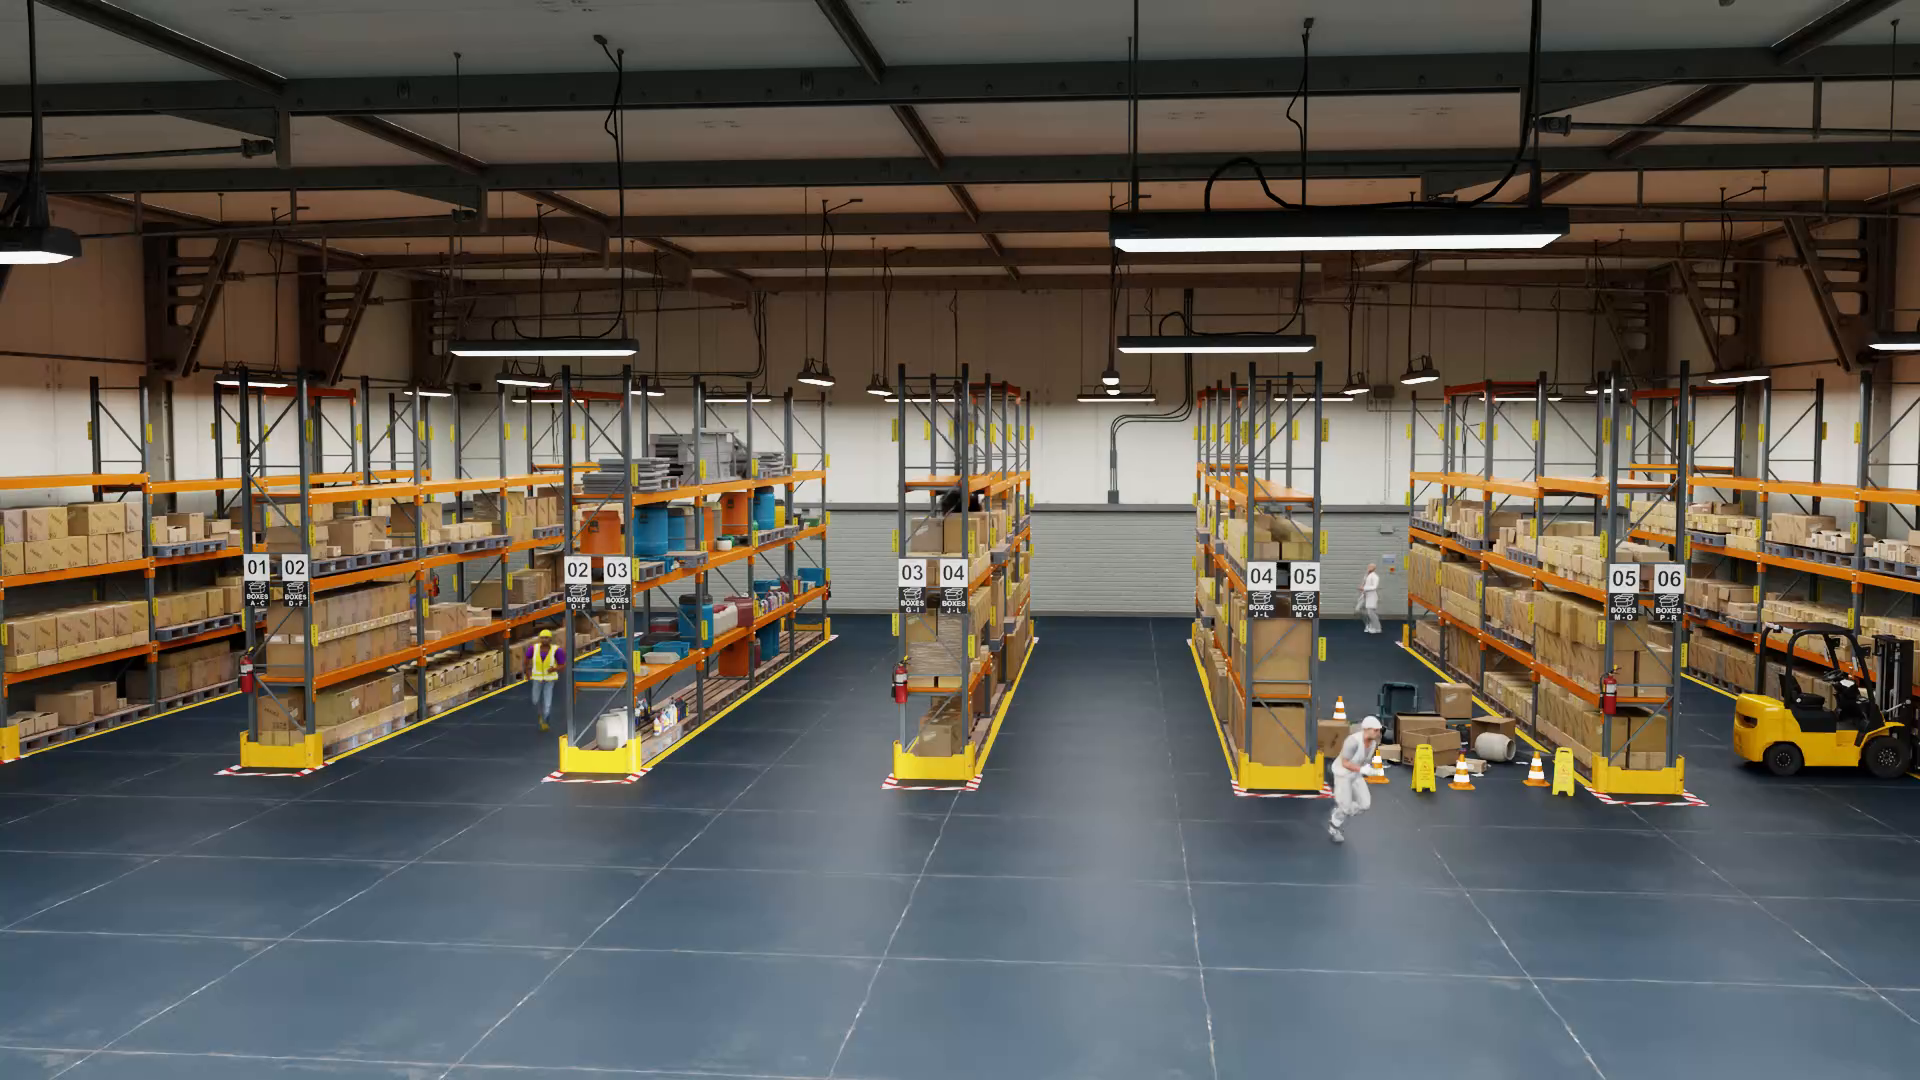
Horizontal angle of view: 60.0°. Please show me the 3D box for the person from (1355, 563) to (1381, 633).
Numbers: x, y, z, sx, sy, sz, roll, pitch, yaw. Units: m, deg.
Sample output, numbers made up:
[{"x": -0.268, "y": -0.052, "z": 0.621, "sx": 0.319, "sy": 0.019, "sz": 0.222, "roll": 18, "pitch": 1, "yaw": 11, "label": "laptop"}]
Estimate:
[{"x": 10.213, "y": 1.449, "z": 41.592, "sx": 0.722, "sy": 1.756, "sz": 0.682, "roll": -1, "pitch": 4, "yaw": -18, "label": "person"}]

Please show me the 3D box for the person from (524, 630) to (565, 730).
[{"x": -6.975, "y": 2.352, "z": 27.872, "sx": 0.696, "sy": 1.711, "sz": 0.623, "roll": 0, "pitch": 4, "yaw": -6, "label": "person"}]

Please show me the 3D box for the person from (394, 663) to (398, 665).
[{"x": -12.190, "y": 1.906, "z": 35.651, "sx": 0.561, "sy": 1.618, "sz": 0.562, "roll": 0, "pitch": 4, "yaw": 4, "label": "person"}]

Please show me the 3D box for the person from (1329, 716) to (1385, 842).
[{"x": 4.846, "y": 2.905, "z": 20.226, "sx": 0.695, "sy": 1.603, "sz": 0.830, "roll": -3, "pitch": 5, "yaw": -36, "label": "person"}]
